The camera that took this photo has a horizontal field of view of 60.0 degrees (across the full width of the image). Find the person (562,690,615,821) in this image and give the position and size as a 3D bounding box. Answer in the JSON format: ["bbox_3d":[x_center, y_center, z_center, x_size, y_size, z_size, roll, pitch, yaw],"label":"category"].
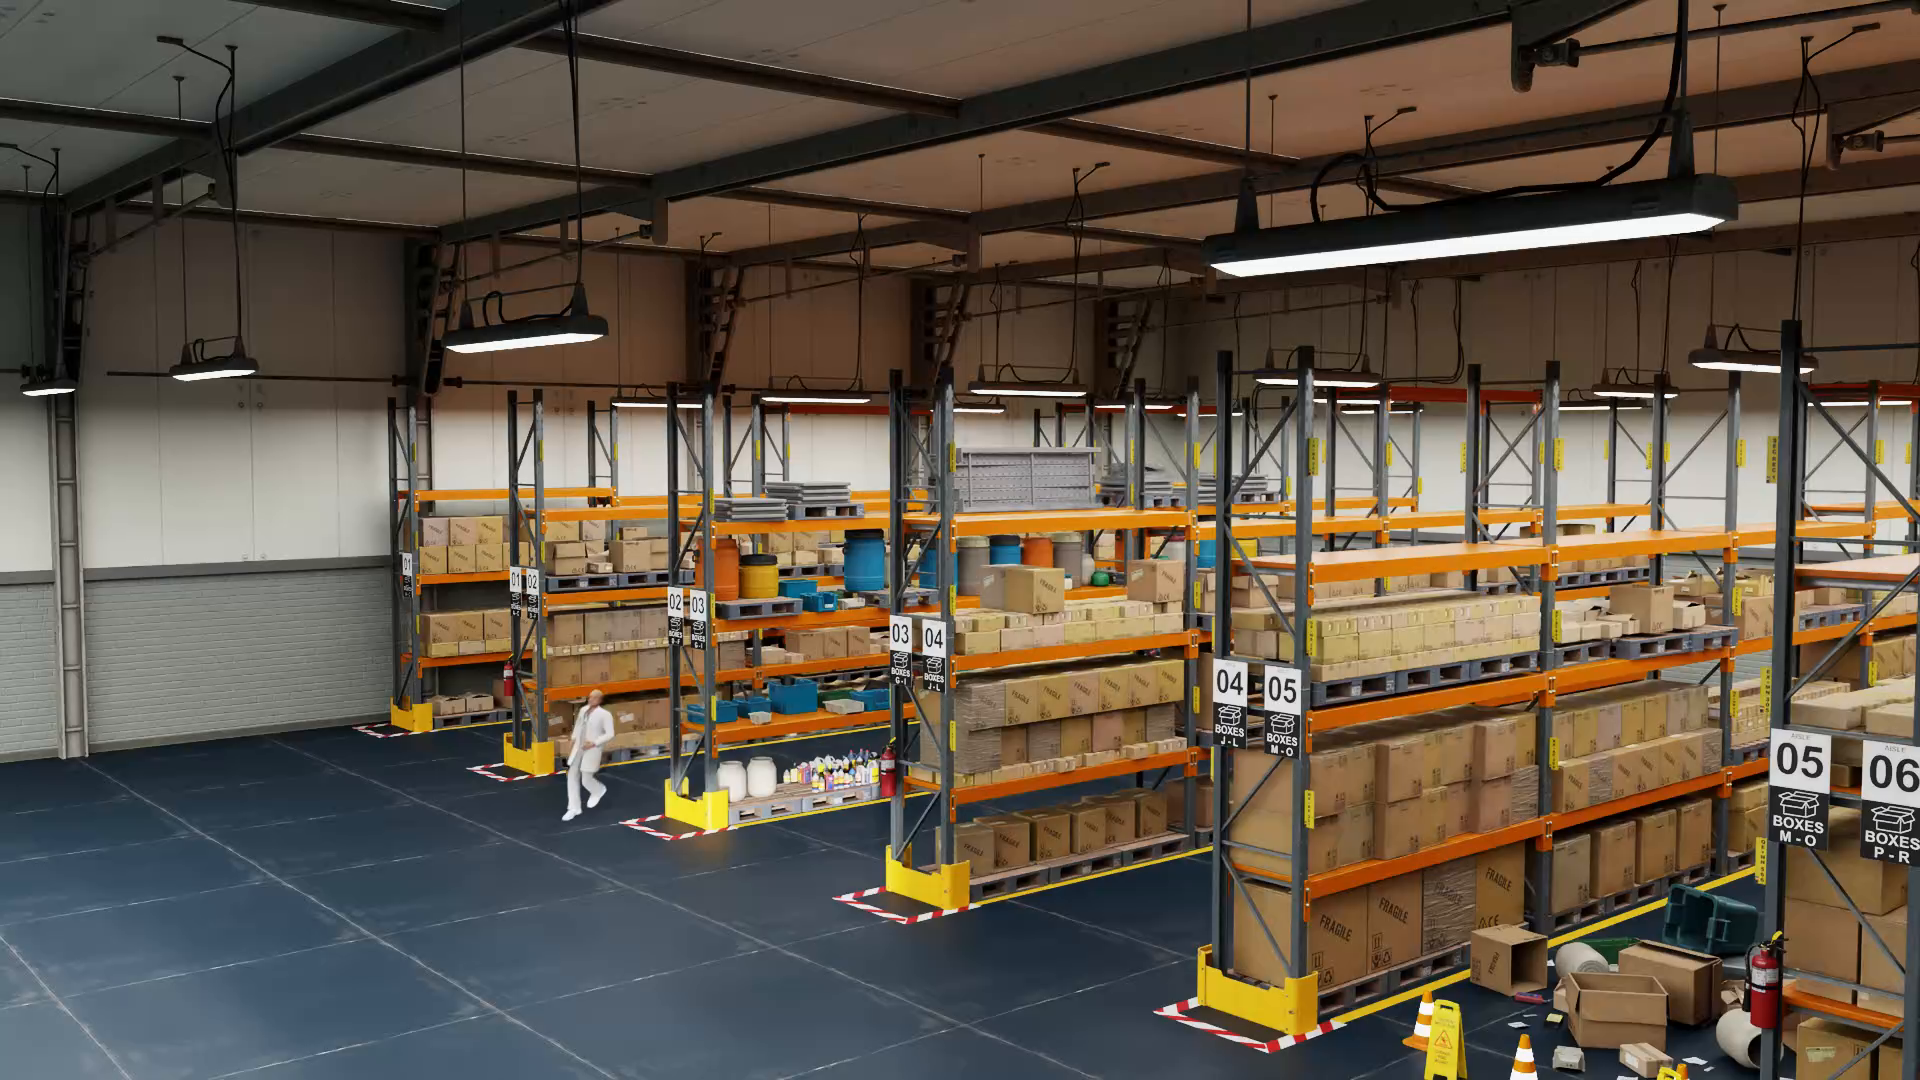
[{"bbox_3d":[-5.131,2.956,23.028,0.751,1.765,0.876,2,4,25],"label":"person"}]
